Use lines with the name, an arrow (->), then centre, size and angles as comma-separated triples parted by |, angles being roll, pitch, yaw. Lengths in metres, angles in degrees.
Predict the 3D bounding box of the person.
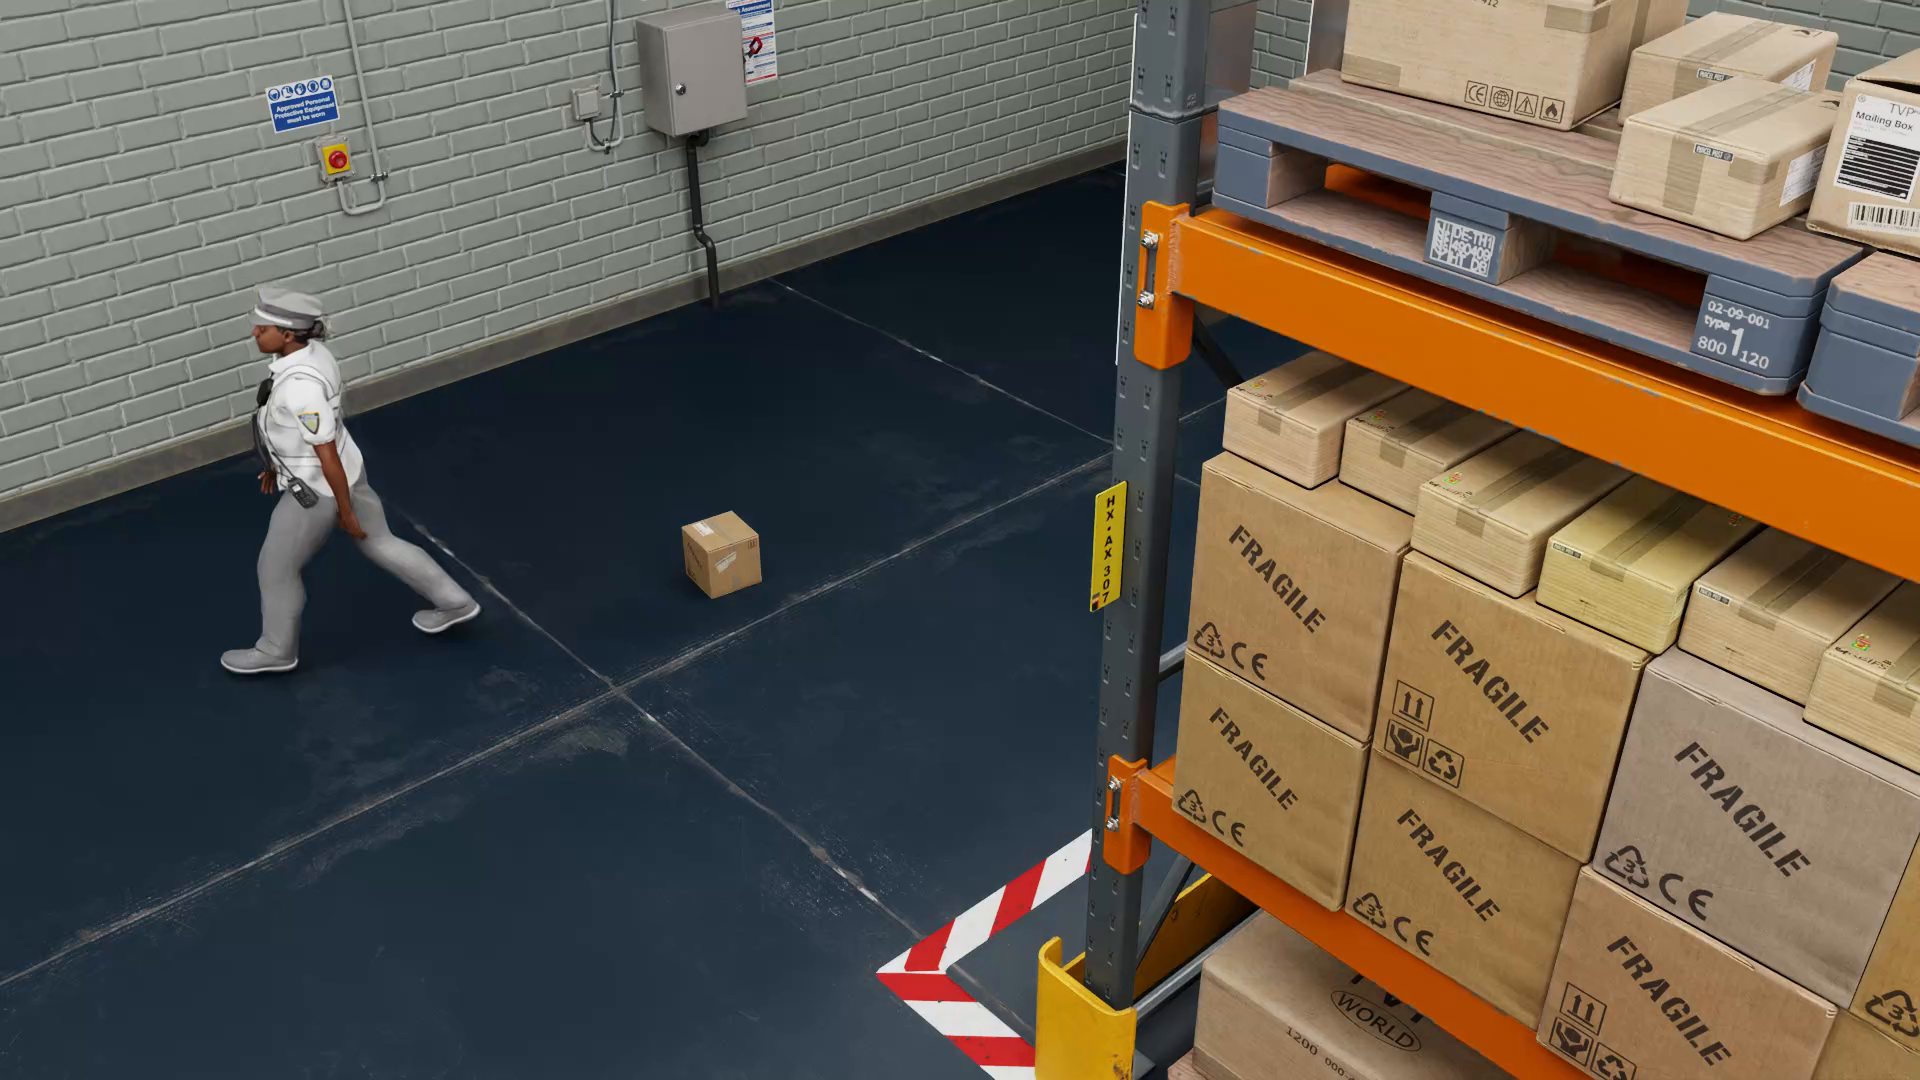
person -> -2.510, -0.242, 6.493 | 1.025, 1.630, 0.447 | -4, 32, -7
